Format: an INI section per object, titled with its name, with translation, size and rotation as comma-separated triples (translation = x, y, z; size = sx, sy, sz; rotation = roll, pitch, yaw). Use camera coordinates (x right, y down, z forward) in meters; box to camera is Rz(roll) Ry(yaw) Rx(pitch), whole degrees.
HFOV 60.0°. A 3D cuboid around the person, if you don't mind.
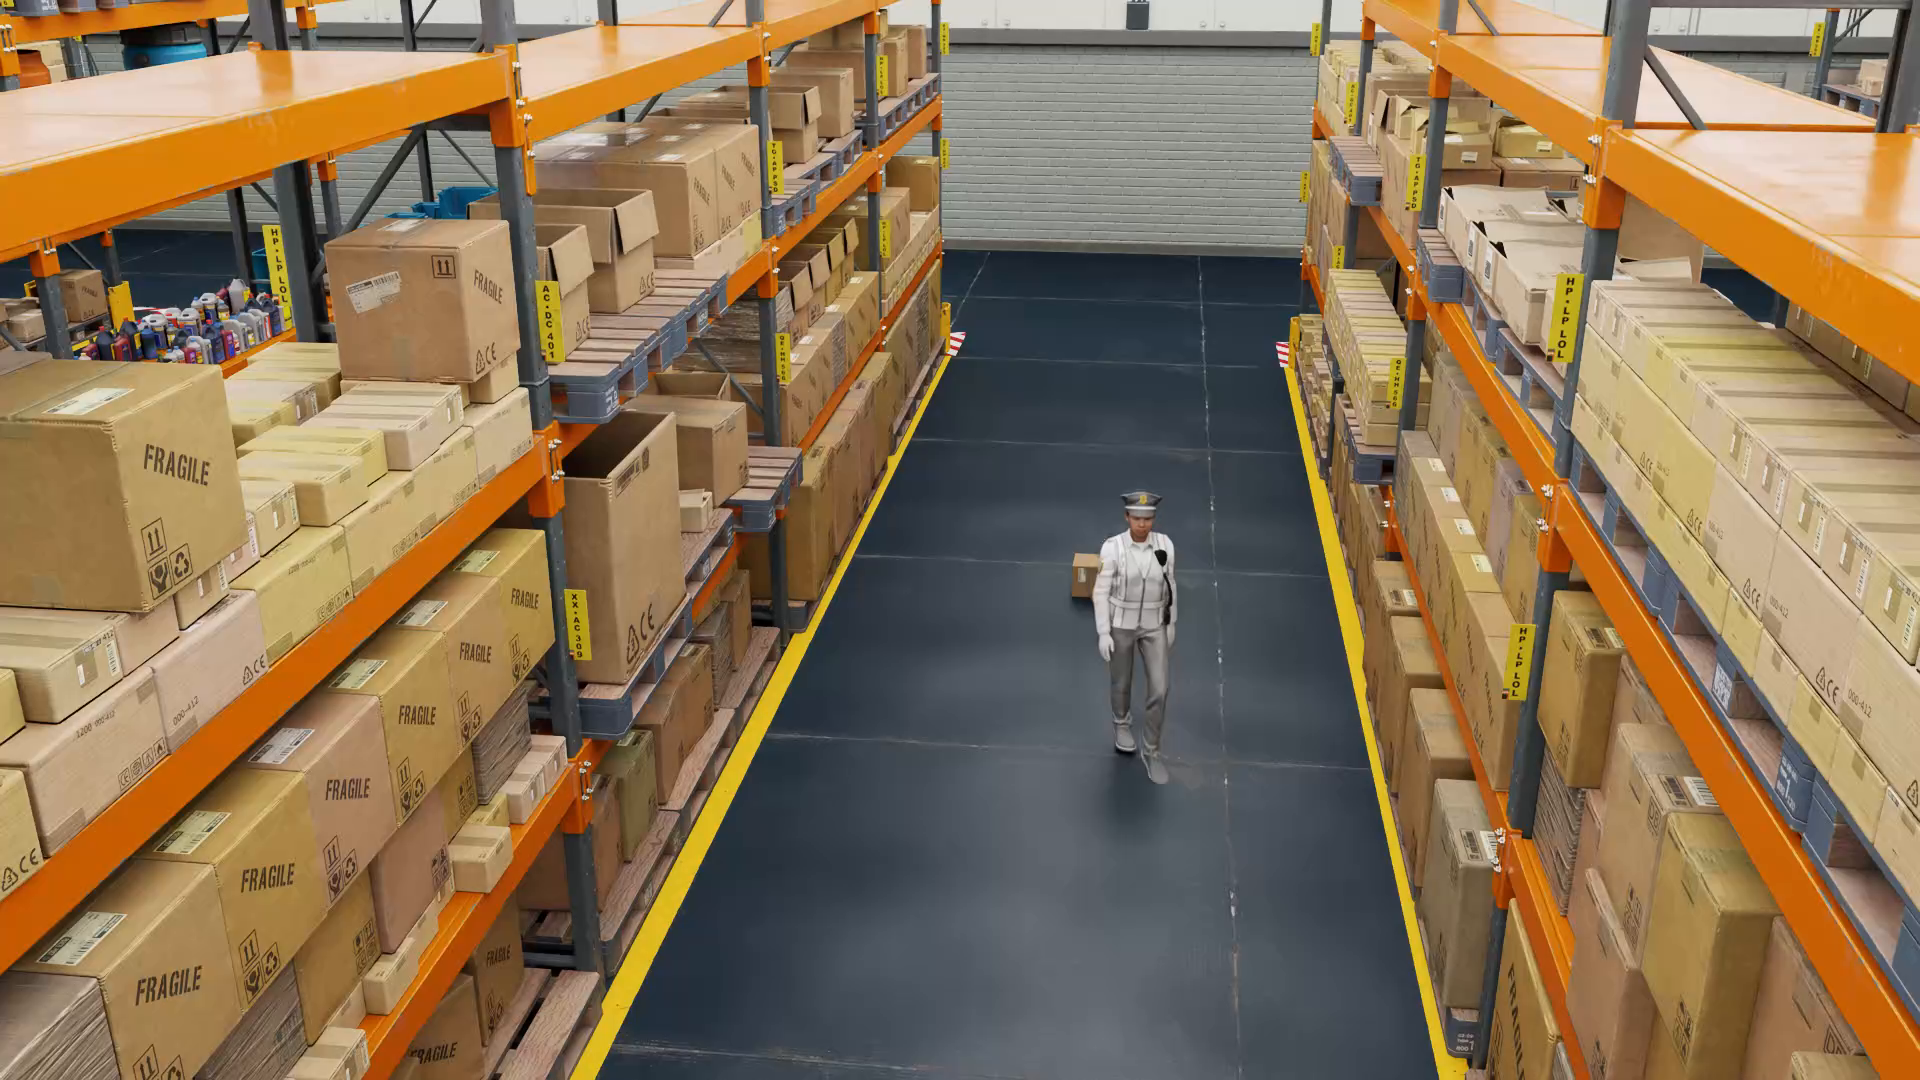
[person]
translation = 1.027, 0.549, 9.676
size = 0.525, 1.750, 0.617
rotation = -1, 21, -4
